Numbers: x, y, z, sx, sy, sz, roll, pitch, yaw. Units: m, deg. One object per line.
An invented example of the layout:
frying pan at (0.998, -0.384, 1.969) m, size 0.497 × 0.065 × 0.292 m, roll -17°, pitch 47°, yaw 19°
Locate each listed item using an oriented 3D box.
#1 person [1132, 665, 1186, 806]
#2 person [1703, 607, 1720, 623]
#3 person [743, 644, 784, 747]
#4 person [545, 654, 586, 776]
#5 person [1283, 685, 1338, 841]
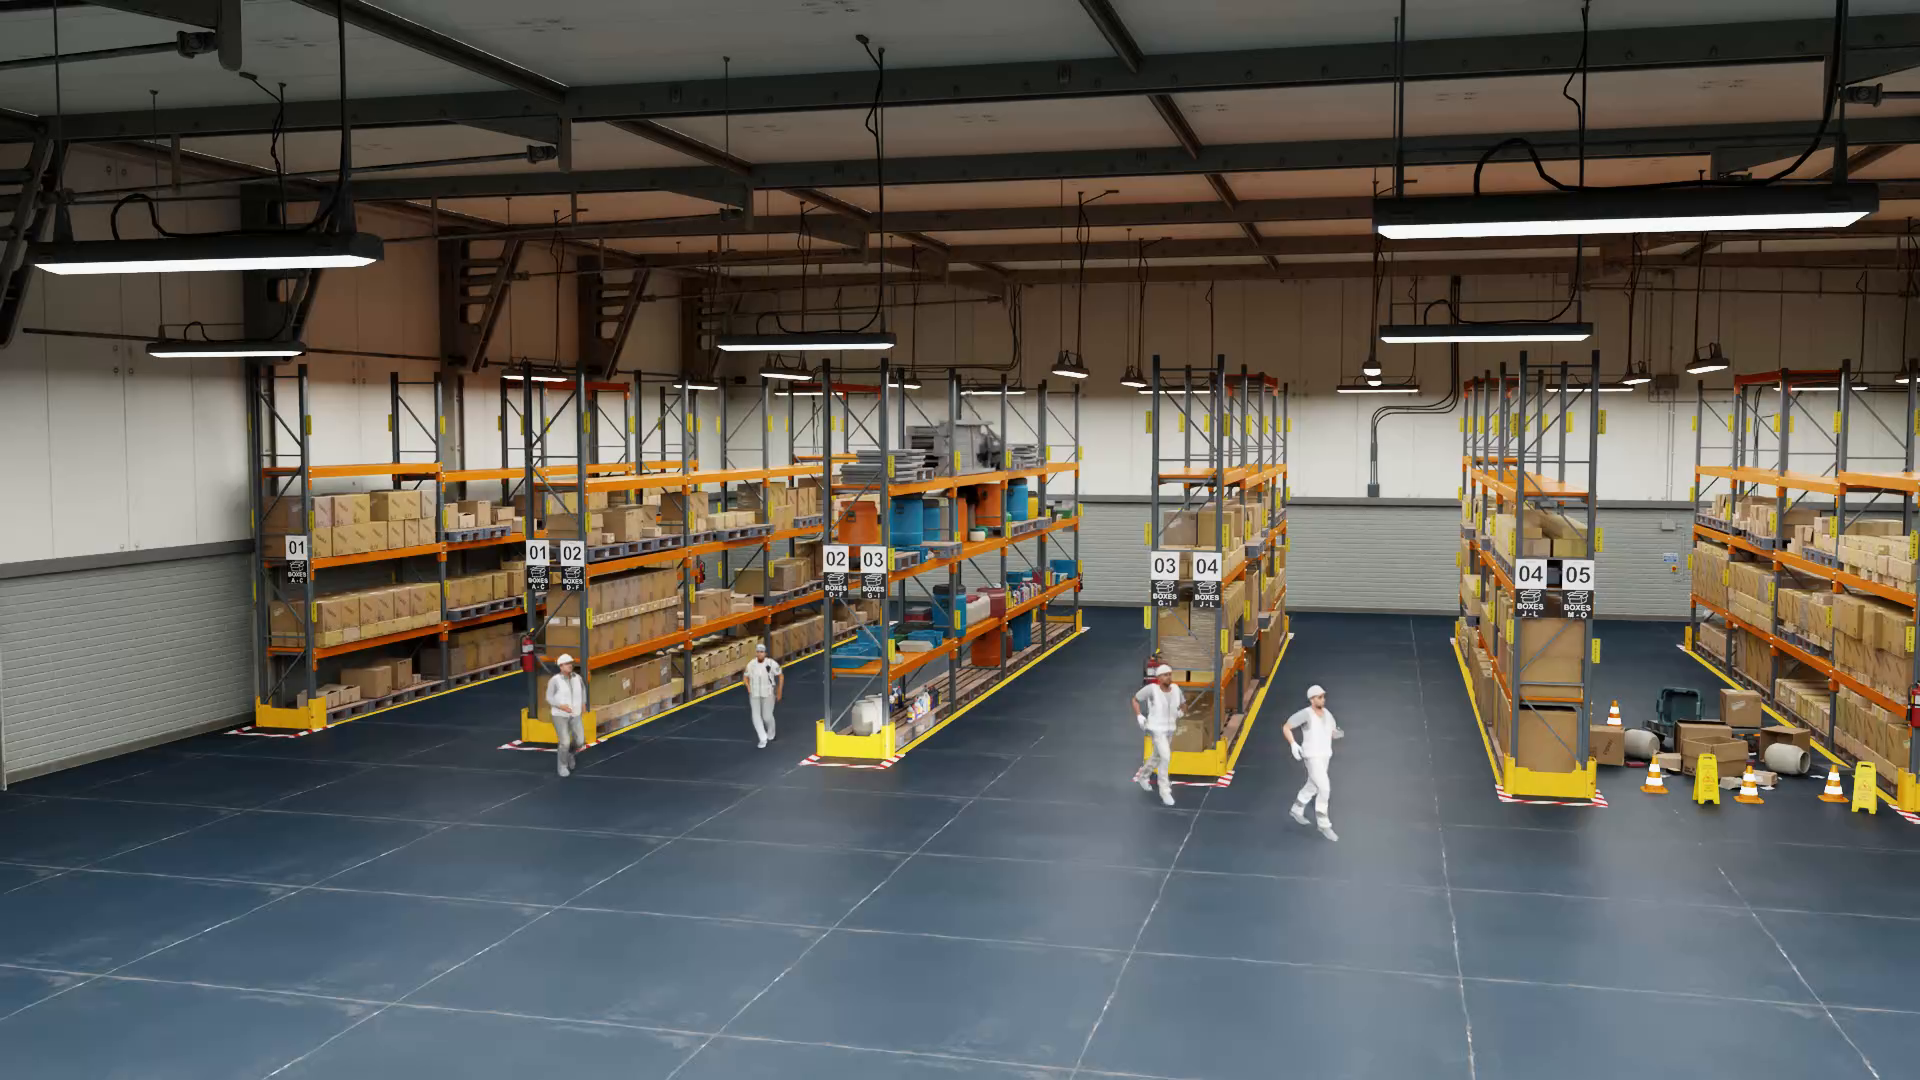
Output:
person at (2.698, 2.560, 22.271) m, size 0.666 × 1.810 × 0.885 m, roll -3°, pitch 5°, yaw -33°
person at (17.285, 1.538, 38.110) m, size 0.668 × 1.697 × 0.717 m, roll 2°, pitch 5°, yaw 31°
person at (-3.075, 2.423, 25.882) m, size 0.618 × 1.623 × 0.560 m, roll 0°, pitch 4°, yaw 5°
person at (-5.593, 2.500, 23.813) m, size 0.693 × 1.743 × 0.590 m, roll -3°, pitch 5°, yaw -40°
person at (4.352, 2.691, 20.339) m, size 0.634 × 1.835 × 0.820 m, roll -3°, pitch 5°, yaw -41°
